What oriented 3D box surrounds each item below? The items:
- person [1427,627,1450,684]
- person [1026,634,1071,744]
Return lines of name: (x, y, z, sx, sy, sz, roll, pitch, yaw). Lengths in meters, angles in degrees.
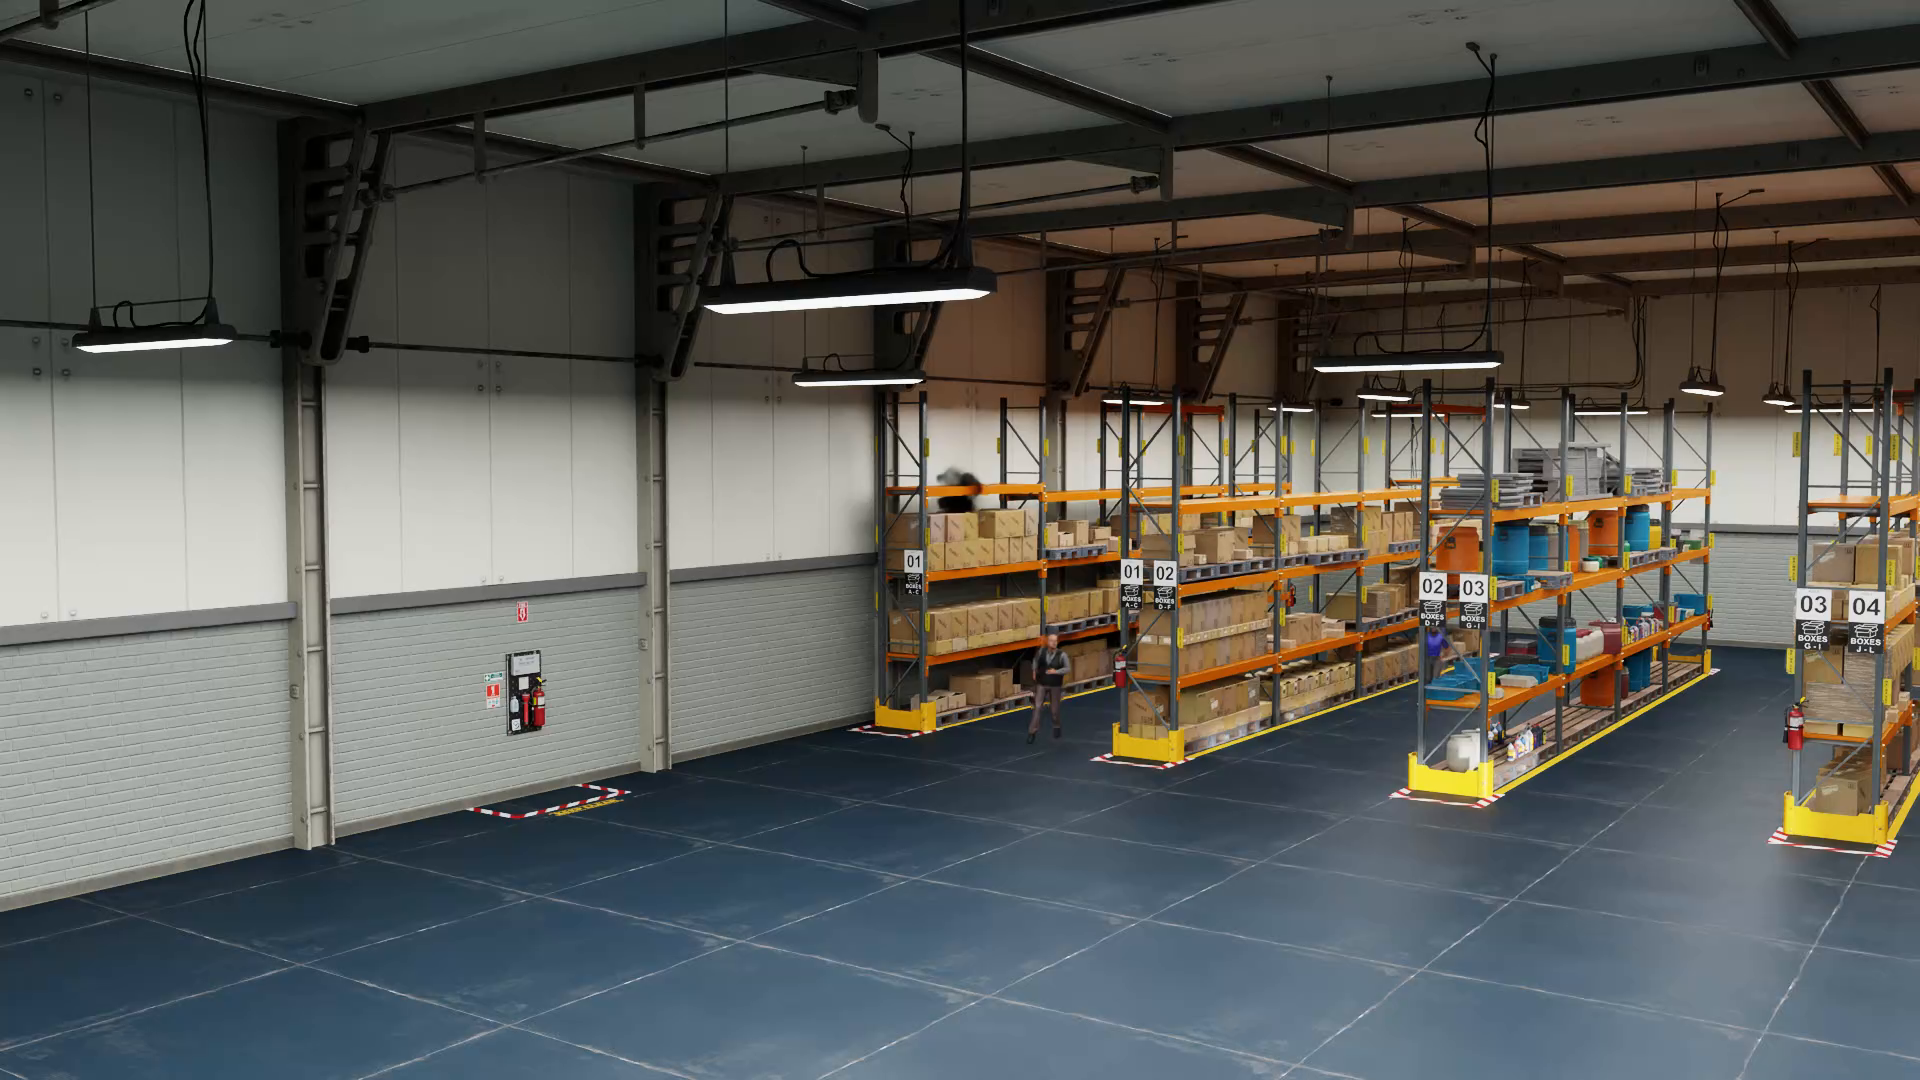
person: (9.286, 2.404, 32.552, 0.582, 1.618, 0.578, 2, 4, 26)
person: (1.468, 2.394, 27.005, 0.672, 1.724, 0.902, 1, 3, 13)
